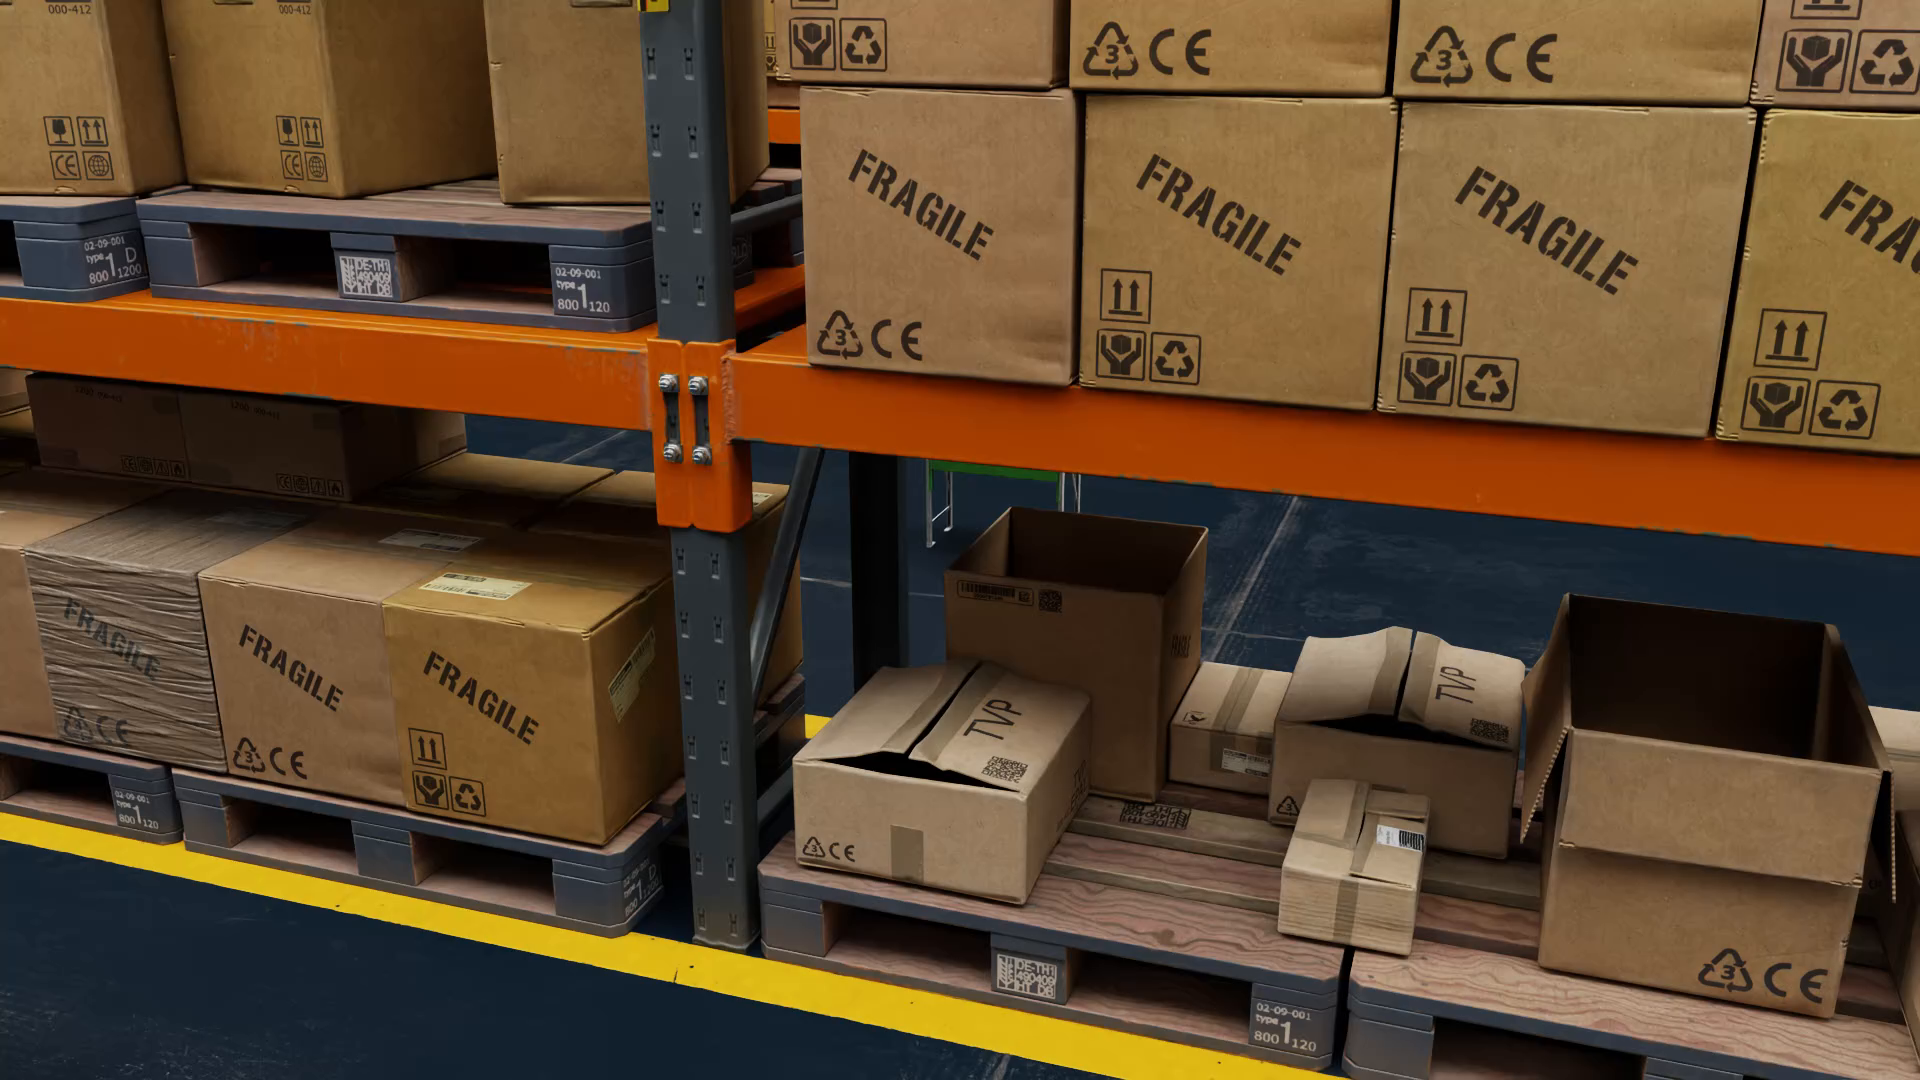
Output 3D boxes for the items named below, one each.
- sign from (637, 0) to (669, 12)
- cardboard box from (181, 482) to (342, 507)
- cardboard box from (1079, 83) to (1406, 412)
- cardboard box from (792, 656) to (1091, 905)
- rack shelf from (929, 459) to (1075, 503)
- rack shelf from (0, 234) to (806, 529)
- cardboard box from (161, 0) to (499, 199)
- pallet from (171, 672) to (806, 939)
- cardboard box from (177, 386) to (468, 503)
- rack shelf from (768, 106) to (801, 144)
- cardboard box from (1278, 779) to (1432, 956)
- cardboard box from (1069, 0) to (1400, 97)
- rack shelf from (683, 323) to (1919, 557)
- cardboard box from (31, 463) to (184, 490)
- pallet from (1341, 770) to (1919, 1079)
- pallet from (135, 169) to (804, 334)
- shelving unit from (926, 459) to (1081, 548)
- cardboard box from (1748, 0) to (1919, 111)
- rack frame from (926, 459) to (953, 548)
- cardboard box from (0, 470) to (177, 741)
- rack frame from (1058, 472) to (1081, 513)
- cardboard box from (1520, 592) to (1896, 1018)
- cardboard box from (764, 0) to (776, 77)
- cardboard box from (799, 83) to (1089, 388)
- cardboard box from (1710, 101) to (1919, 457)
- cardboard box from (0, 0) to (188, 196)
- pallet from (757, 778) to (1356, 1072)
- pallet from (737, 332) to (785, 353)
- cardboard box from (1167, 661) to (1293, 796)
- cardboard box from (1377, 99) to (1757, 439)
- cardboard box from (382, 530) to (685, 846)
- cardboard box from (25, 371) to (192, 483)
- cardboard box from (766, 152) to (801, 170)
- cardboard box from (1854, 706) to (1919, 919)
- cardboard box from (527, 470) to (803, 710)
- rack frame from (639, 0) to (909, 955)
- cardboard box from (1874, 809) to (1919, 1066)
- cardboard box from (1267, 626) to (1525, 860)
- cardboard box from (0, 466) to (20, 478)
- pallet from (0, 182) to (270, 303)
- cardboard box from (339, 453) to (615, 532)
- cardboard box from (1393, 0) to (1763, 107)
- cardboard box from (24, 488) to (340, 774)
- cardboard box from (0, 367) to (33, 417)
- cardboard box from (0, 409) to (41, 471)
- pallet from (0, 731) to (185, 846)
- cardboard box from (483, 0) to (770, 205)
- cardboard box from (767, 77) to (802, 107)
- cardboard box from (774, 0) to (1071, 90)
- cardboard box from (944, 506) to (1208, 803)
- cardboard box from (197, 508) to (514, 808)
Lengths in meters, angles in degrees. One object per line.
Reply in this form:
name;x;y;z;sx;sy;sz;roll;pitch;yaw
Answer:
sign;-0.530;-1.068;2.825;0.005;0.325;0.100;7;20;18
cardboard box;-1.706;0.039;4.535;0.500;0.500;0.500;7;20;19
cardboard box;0.525;-0.548;2.939;0.500;0.500;0.500;7;20;19
cardboard box;-0.026;0.480;3.559;0.500;0.311;0.500;7;20;18
rack shelf;0.156;-0.262;5.927;0.480;0.148;0.258;7;20;18
rack shelf;-2.241;-0.571;4.250;4.000;0.370;1.077;7;20;18
cardboard box;-1.396;-1.115;3.929;0.500;0.500;0.700;10;22;27
pallet;-1.132;0.546;4.189;1.213;0.211;1.003;7;20;18
cardboard box;-1.673;-0.312;4.405;0.500;0.250;0.500;7;20;18
rack shelf;-0.619;-2.112;8.670;4.000;0.370;1.077;7;20;18
cardboard box;0.794;0.638;3.324;0.250;0.166;0.380;7;20;18
cardboard box;0.489;-1.020;2.774;0.500;0.500;0.500;6;20;16
rack shelf;1.538;-0.139;3.010;4.000;0.370;1.077;7;20;18
cardboard box;-2.183;-0.015;4.692;0.500;0.500;0.500;6;20;16
pallet;1.453;0.828;3.381;1.213;0.211;1.003;7;20;18
pallet;-1.071;-0.724;3.888;1.213;0.211;1.003;7;20;18
shelving unit;0.156;-0.549;5.827;0.503;1.200;0.258;7;20;18
cardboard box;1.462;-0.909;2.455;0.500;0.500;0.500;7;20;20
rack frame;-0.074;-0.575;5.903;0.015;1.200;0.240;7;20;18
cardboard box;-2.331;0.149;4.220;0.500;0.500;0.500;6;20;16
rack frame;0.387;-0.522;5.752;0.015;1.200;0.240;7;20;18
cardboard box;1.425;0.478;3.273;0.637;0.503;0.797;7;20;18
cardboard box;-0.679;-2.565;8.244;0.500;0.500;0.500;7;20;20
cardboard box;0.040;-0.602;3.094;0.500;0.500;0.500;7;20;19
cardboard box;1.478;-0.439;2.625;0.500;0.500;0.500;6;20;17
cardboard box;-2.041;-1.112;3.919;0.500;0.500;0.700;1;19;4
pallet;0.297;0.697;3.757;1.213;0.211;1.003;7;20;18
pallet;-0.639;-1.110;8.939;1.213;0.211;1.003;7;20;18
cardboard box;0.654;0.439;3.922;0.250;0.149;0.380;7;20;18
cardboard box;0.997;-0.493;2.782;0.500;0.500;0.500;6;20;18
cardboard box;-0.912;0.314;3.748;0.500;0.500;0.500;6;20;18
cardboard box;-2.147;-0.366;4.560;0.500;0.250;0.500;6;20;17
cardboard box;-1.031;-1.634;8.834;0.750;0.750;0.750;6;20;18
cardboard box;2.062;0.573;3.384;0.500;0.250;0.500;7;20;18
cardboard box;-0.729;0.150;4.218;0.500;0.500;0.500;6;20;16
rack frame;-0.352;-0.695;3.512;0.127;3.000;1.000;7;20;18
cardboard box;1.945;0.734;2.922;0.500;0.250;0.500;7;20;18
cardboard box;0.988;0.422;3.726;0.500;0.311;0.500;7;20;18
cardboard box;-2.825;0.094;4.377;0.500;0.500;0.500;6;20;17
pallet;-2.292;-0.827;4.184;1.213;0.211;1.003;7;20;18
cardboard box;-1.236;0.096;4.373;0.500;0.500;0.500;7;20;19
cardboard box;0.974;-0.964;2.615;0.500;0.500;0.500;6;20;16
cardboard box;-1.850;0.203;4.065;0.500;0.500;0.500;7;20;19
cardboard box;-3.115;-0.475;4.873;0.500;0.250;0.500;7;21;20
cardboard box;-2.681;-0.070;4.849;0.500;0.500;0.500;6;20;16
pallet;-2.289;0.415;4.566;1.213;0.211;1.003;7;20;18
cardboard box;-0.726;-1.061;3.773;0.500;0.500;0.700;0;19;0
cardboard box;-0.820;-2.288;8.435;0.250;0.149;0.380;7;20;18
cardboard box;0.001;-1.076;2.934;0.500;0.500;0.500;7;20;19
cardboard box;0.280;0.251;3.927;0.500;0.500;0.500;7;20;18
cardboard box;-1.376;0.258;3.909;0.500;0.500;0.500;7;20;18
